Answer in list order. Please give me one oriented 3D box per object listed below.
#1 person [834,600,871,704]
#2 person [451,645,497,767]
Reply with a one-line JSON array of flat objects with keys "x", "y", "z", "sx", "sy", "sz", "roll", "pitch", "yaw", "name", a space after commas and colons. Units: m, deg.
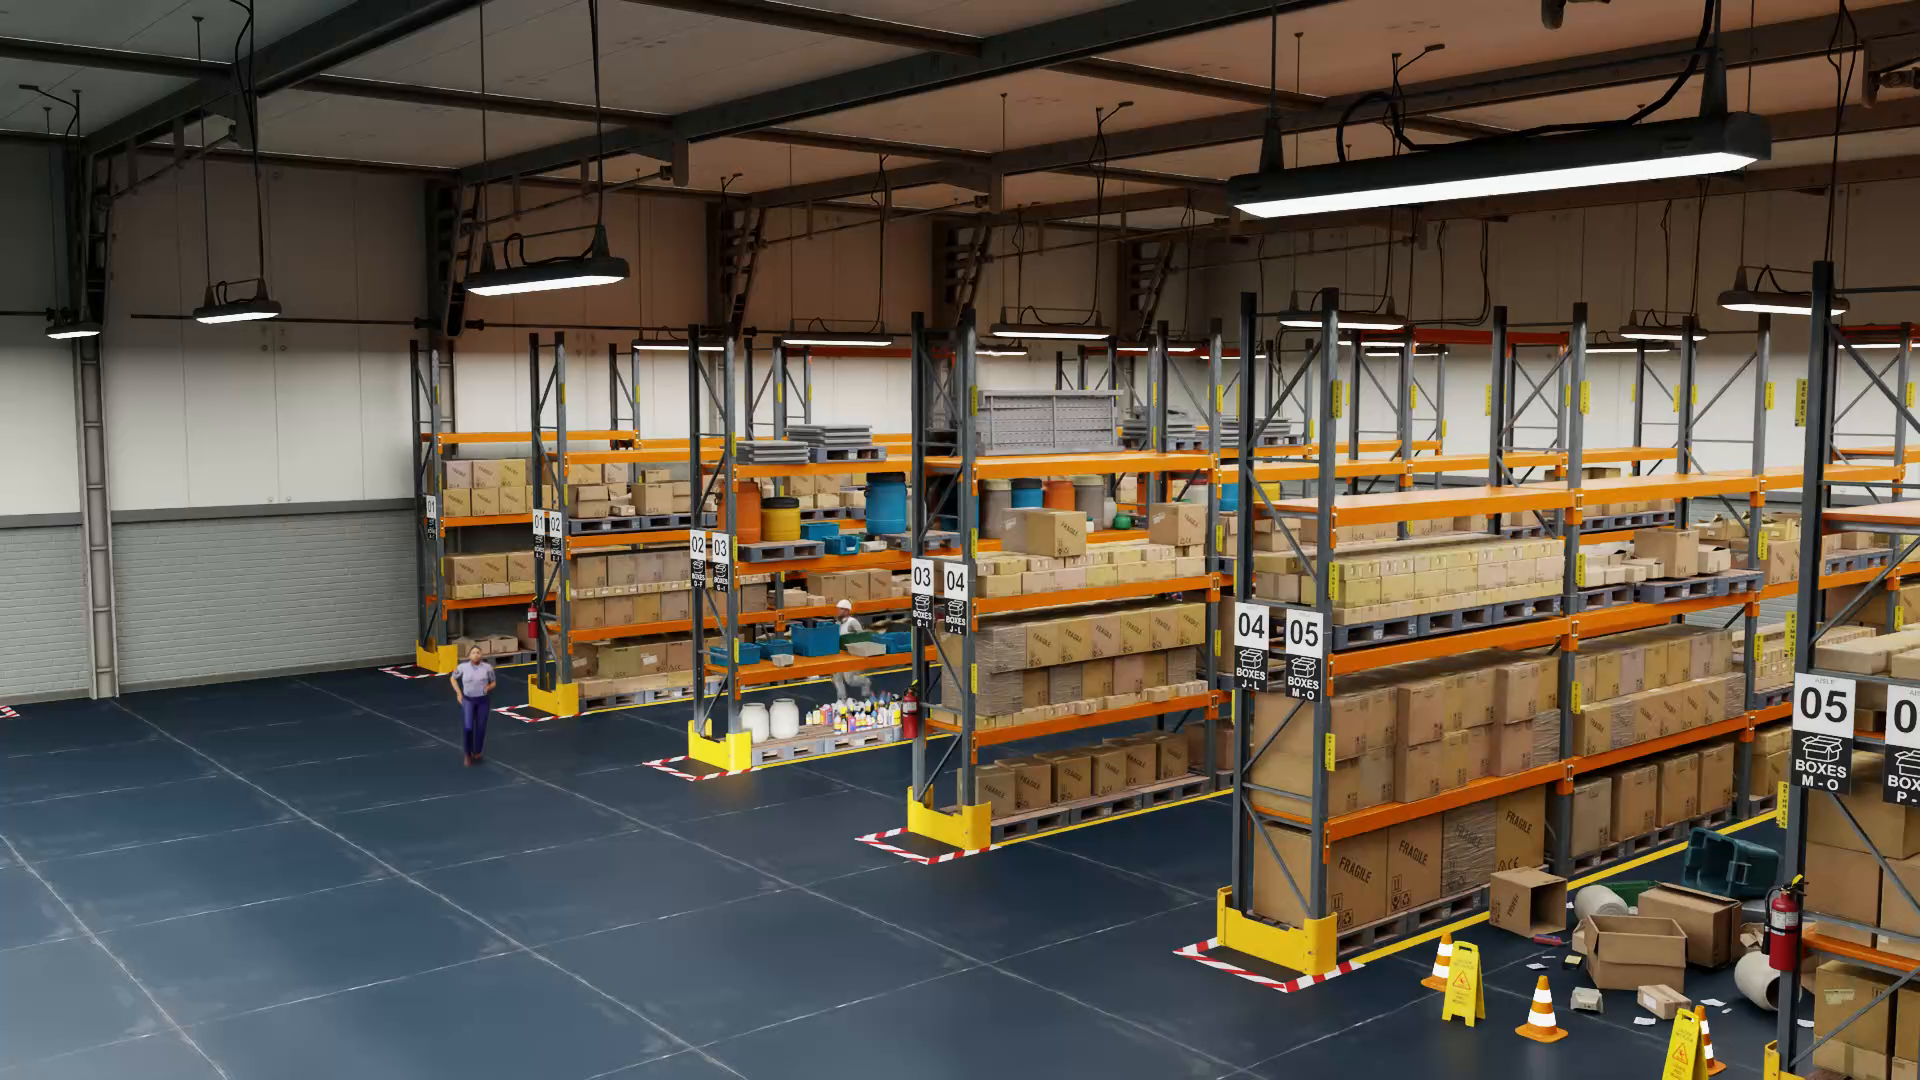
[{"x": -1.792, "y": 1.829, "z": 26.783, "sx": 0.684, "sy": 1.758, "sz": 0.806, "roll": 5, "pitch": 7, "yaw": 44, "name": "person"}, {"x": -6.609, "y": 2.268, "z": 22.684, "sx": 0.579, "sy": 1.662, "sz": 0.685, "roll": -2, "pitch": 6, "yaw": -25, "name": "person"}]
